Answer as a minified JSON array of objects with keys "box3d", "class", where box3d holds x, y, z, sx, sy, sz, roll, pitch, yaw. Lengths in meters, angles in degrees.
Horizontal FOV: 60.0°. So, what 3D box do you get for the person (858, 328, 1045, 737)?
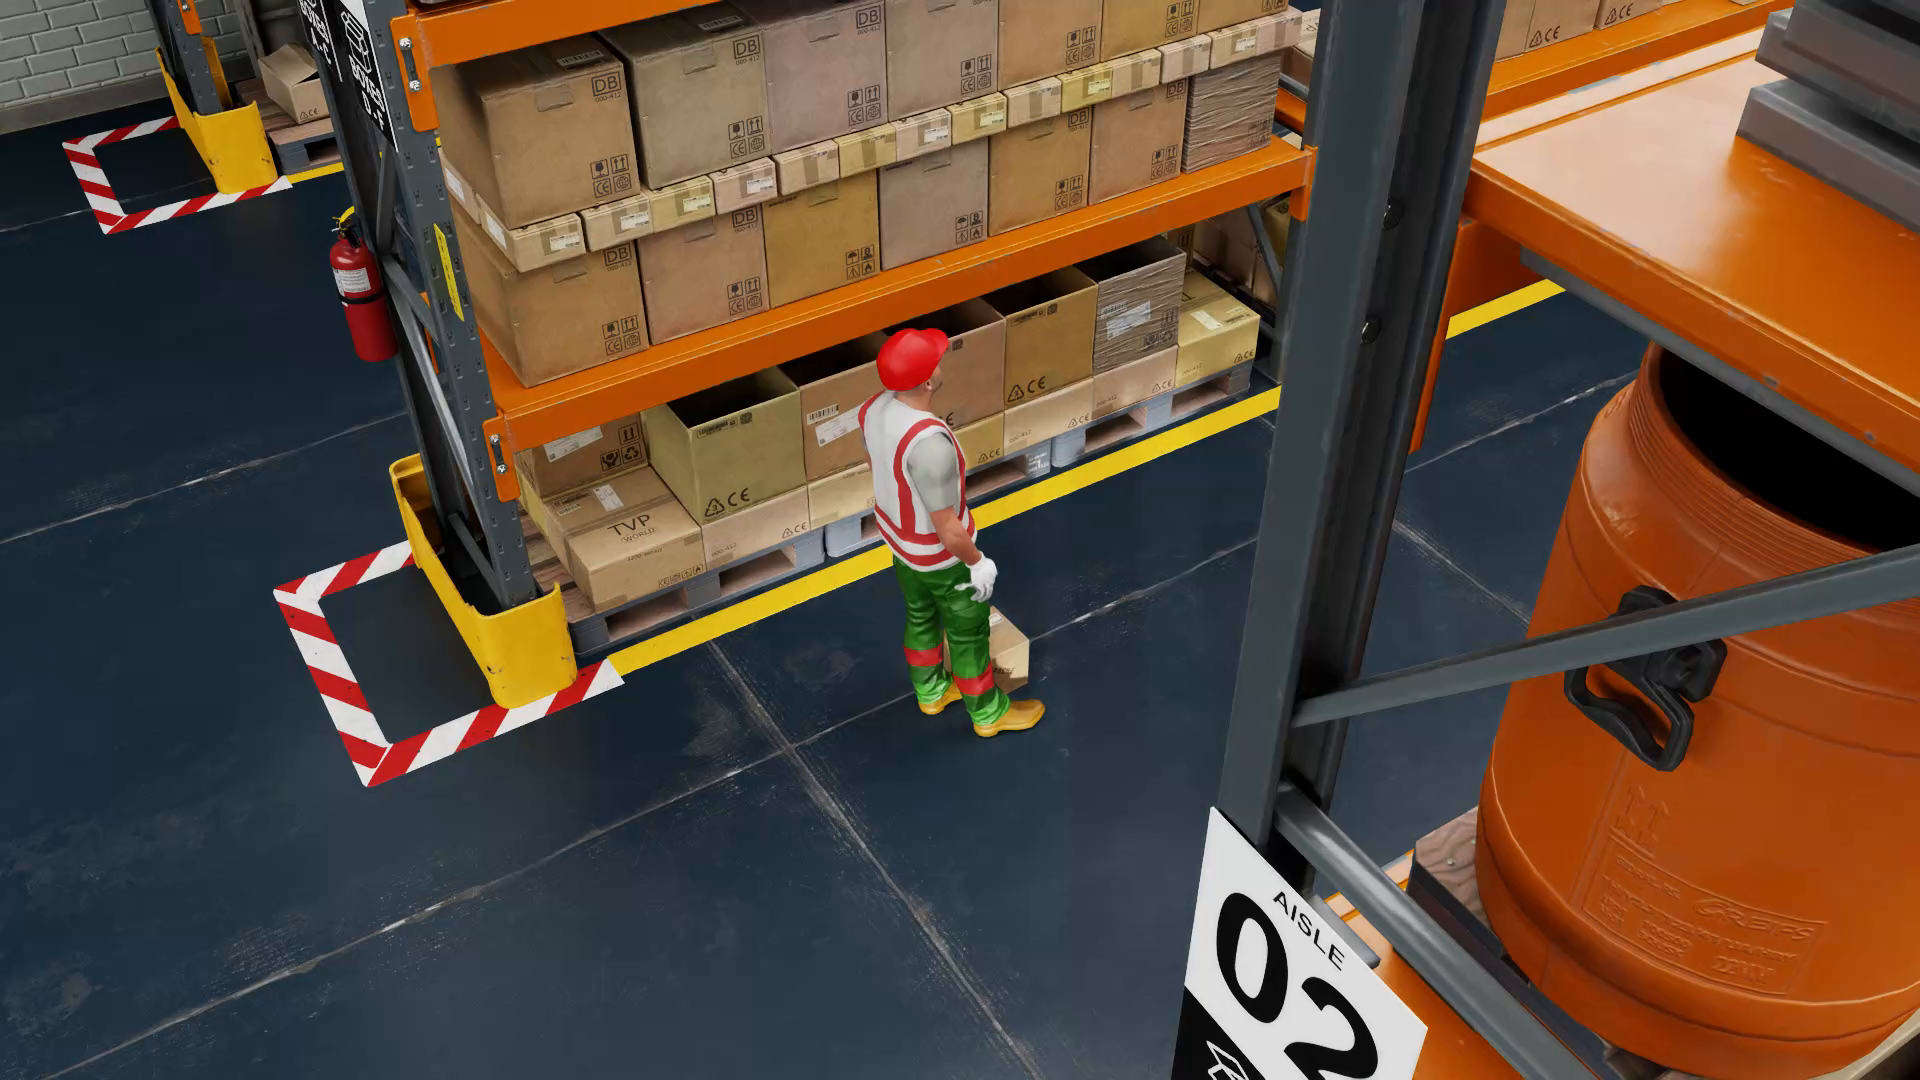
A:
[{"box3d":[-0.038,-0.031,6.160,0.563,1.789,0.638,-22,45,-24],"class":"person"}]
